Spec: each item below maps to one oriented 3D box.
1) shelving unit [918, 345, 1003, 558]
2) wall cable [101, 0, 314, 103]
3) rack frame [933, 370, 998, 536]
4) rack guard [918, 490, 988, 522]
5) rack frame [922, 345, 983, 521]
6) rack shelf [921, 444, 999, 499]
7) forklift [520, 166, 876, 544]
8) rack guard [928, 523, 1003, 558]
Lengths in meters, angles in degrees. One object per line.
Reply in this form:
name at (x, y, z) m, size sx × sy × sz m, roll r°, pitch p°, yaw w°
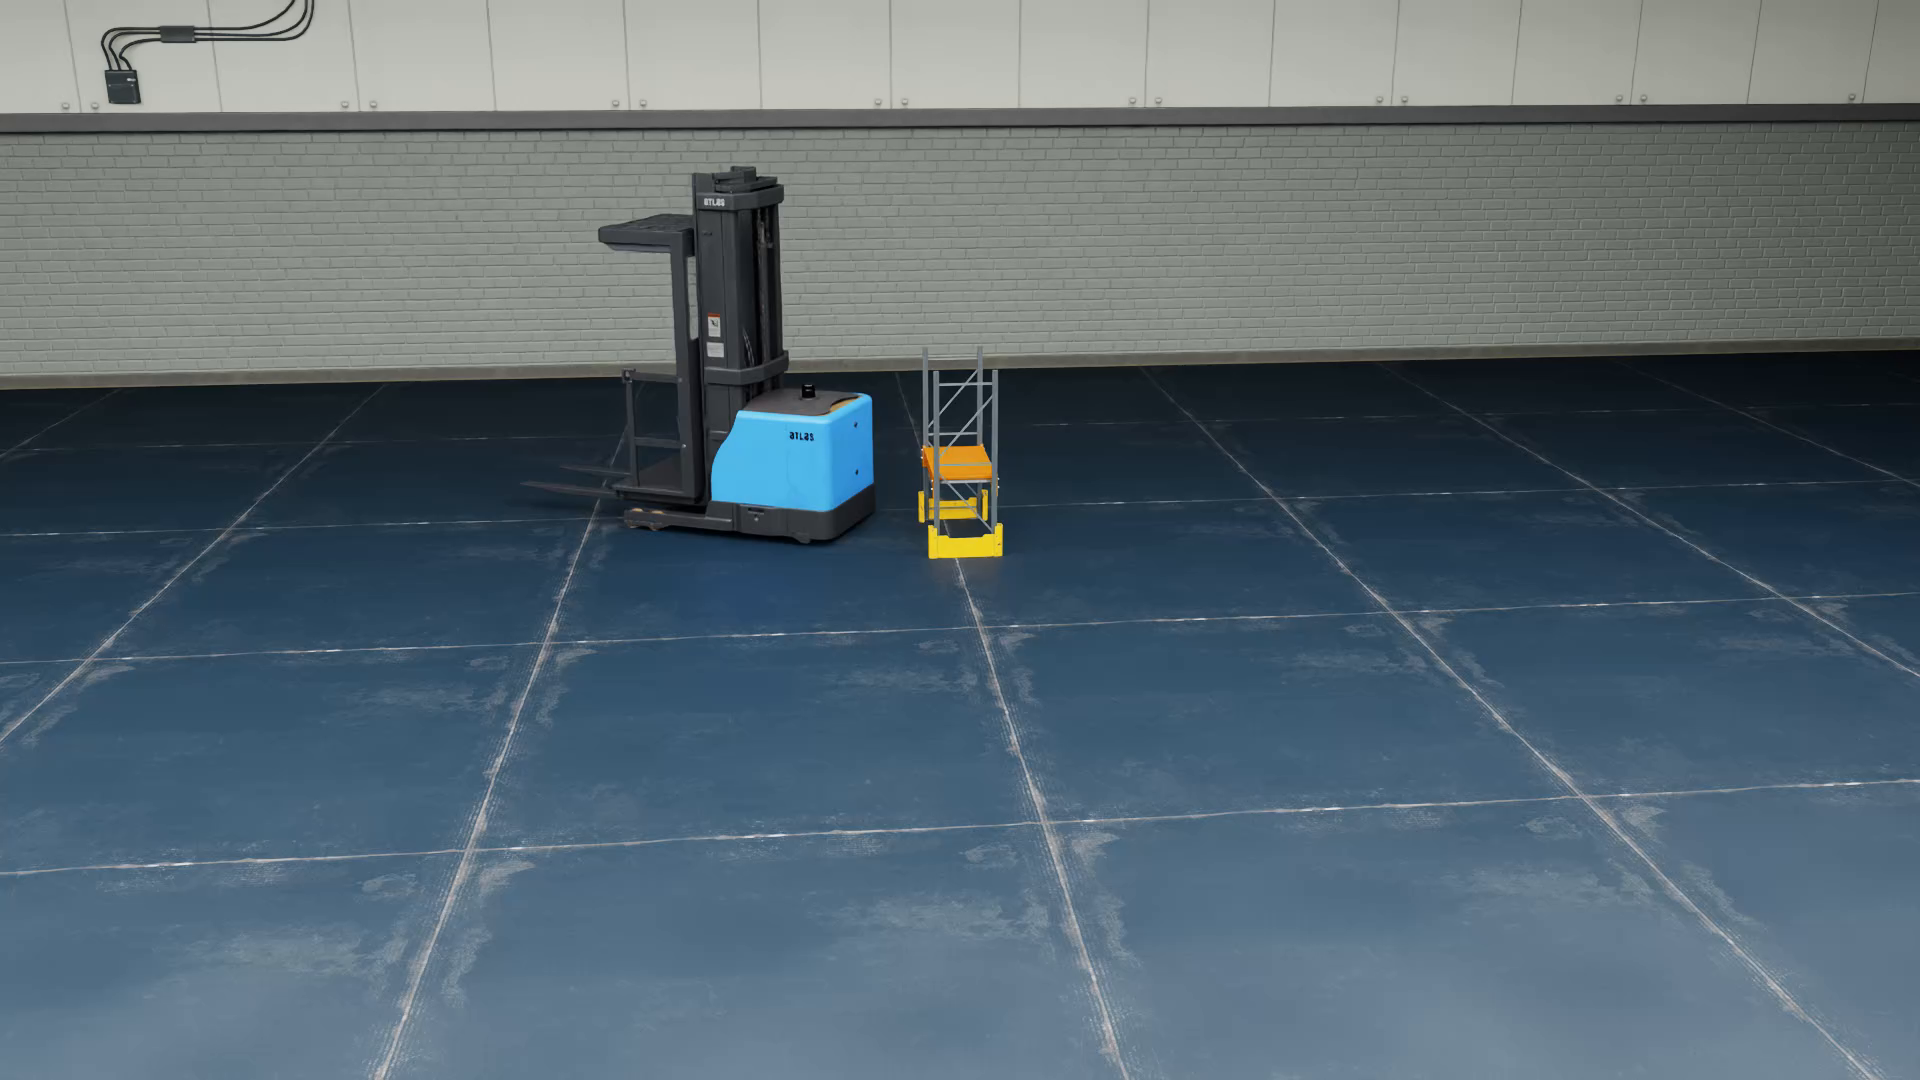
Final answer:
shelving unit at (-0.008, -0.738, 13.525) m, size 0.587 × 1.500 × 1.083 m, roll -2°, pitch 18°, yaw -6°
wall cable at (-8.248, -7.729, 17.596) m, size 2.305 × 6.003 × 0.169 m, roll -2°, pitch 18°, yaw -6°
rack frame at (0.044, -0.590, 13.051) m, size 0.500 × 1.500 × 0.032 m, roll -2°, pitch 18°, yaw -6°
rack guard at (-0.059, -0.290, 14.185) m, size 0.587 × 0.250 × 0.087 m, roll -2°, pitch 18°, yaw -6°
rack frame at (-0.061, -0.892, 14.016) m, size 0.500 × 1.500 × 0.032 m, roll -2°, pitch 18°, yaw -6°
rack shelf at (-0.009, -0.569, 13.587) m, size 0.538 × 0.185 × 1.000 m, roll -2°, pitch 18°, yaw -6°
forklift at (-2.299, -1.619, 13.939) m, size 3.031 × 2.935 × 1.130 m, roll 6°, pitch 18°, yaw 18°
rack guard at (0.043, 0.006, 13.239) m, size 0.587 × 0.250 × 0.087 m, roll -2°, pitch 18°, yaw -6°
